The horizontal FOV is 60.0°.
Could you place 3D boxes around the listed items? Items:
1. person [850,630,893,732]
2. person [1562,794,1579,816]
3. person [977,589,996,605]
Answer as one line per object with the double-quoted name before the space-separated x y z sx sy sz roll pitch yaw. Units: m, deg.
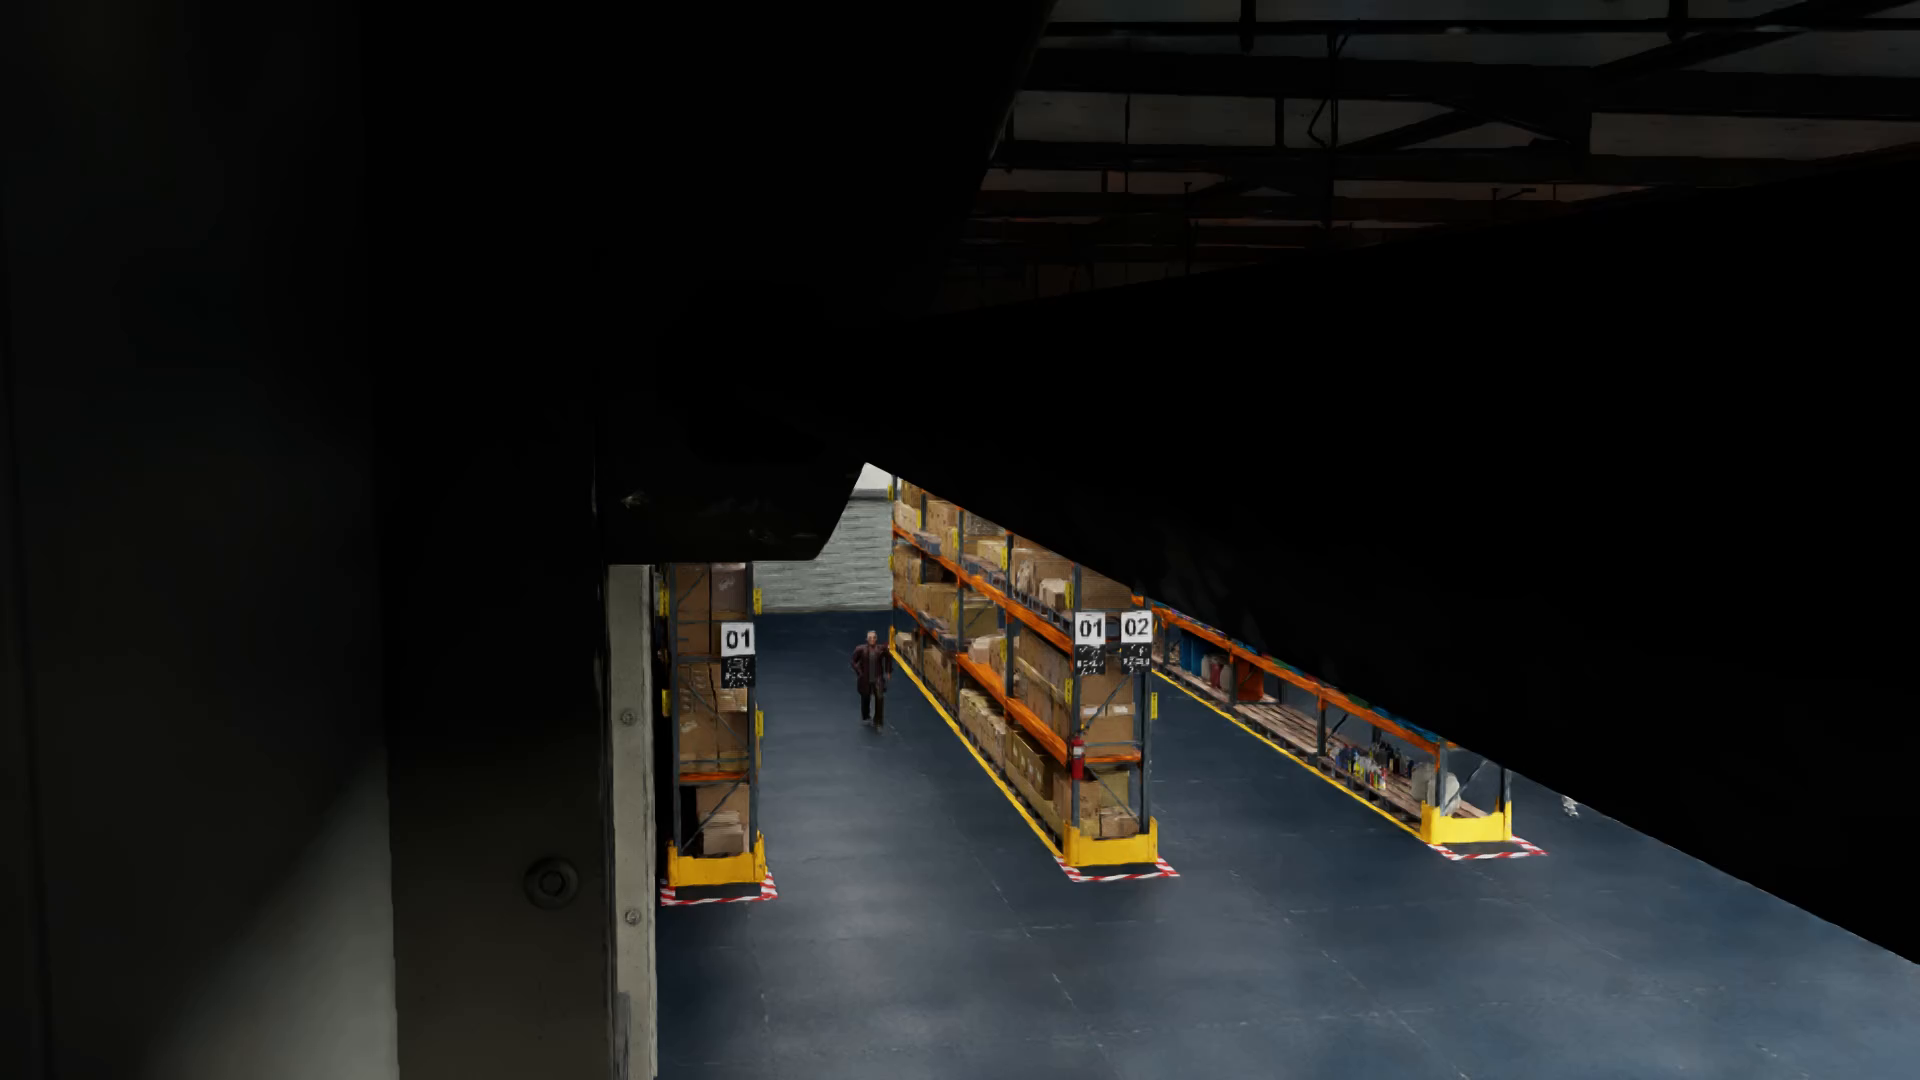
"person" -1.517 2.386 28.606 0.736 1.717 0.903 -1 6 -5
"person" 8.613 2.950 23.230 0.555 1.721 1.024 0 6 -1
"person" 0.655 1.274 39.421 0.580 1.618 0.507 -1 6 -12
